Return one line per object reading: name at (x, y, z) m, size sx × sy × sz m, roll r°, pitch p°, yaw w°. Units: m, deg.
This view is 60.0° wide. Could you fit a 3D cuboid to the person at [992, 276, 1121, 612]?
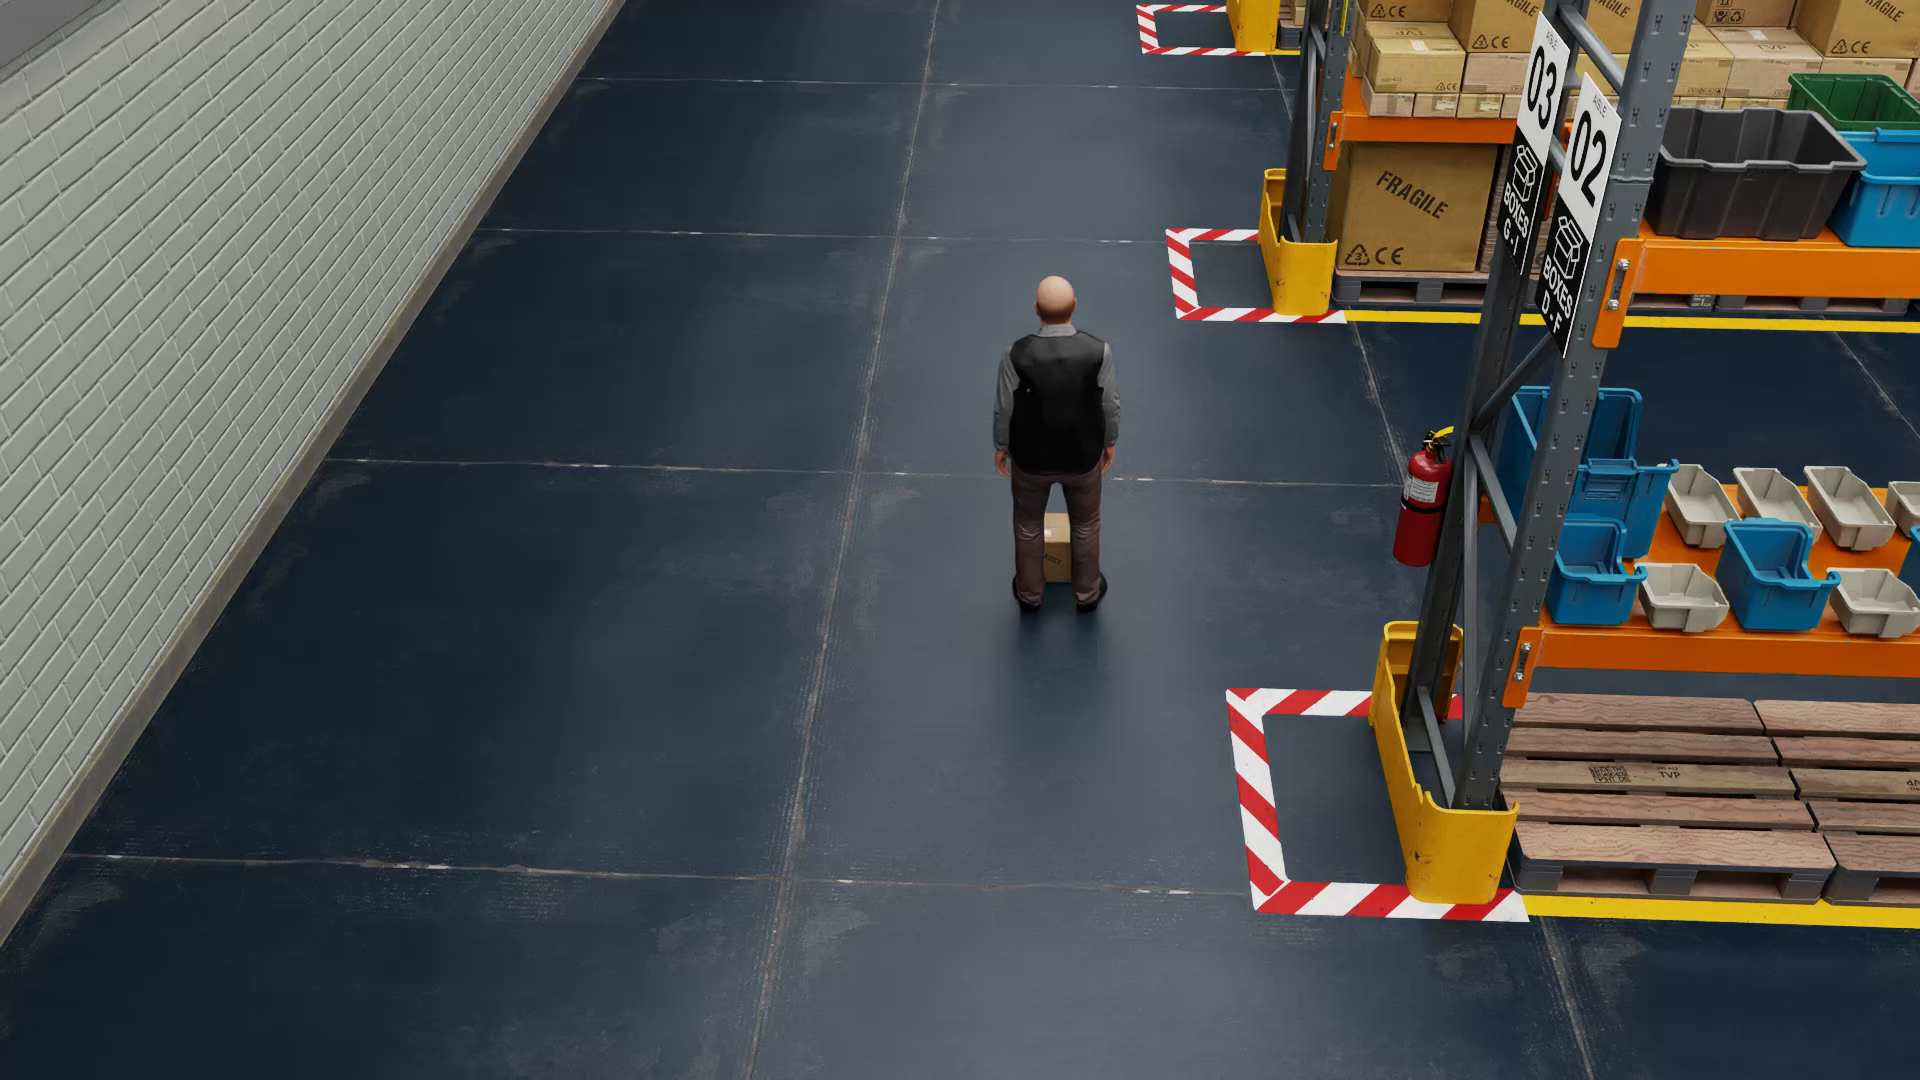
person at (0.442, -0.396, 7.695) m, size 0.588 × 1.720 × 0.421 m, roll -1°, pitch 35°, yaw -1°
